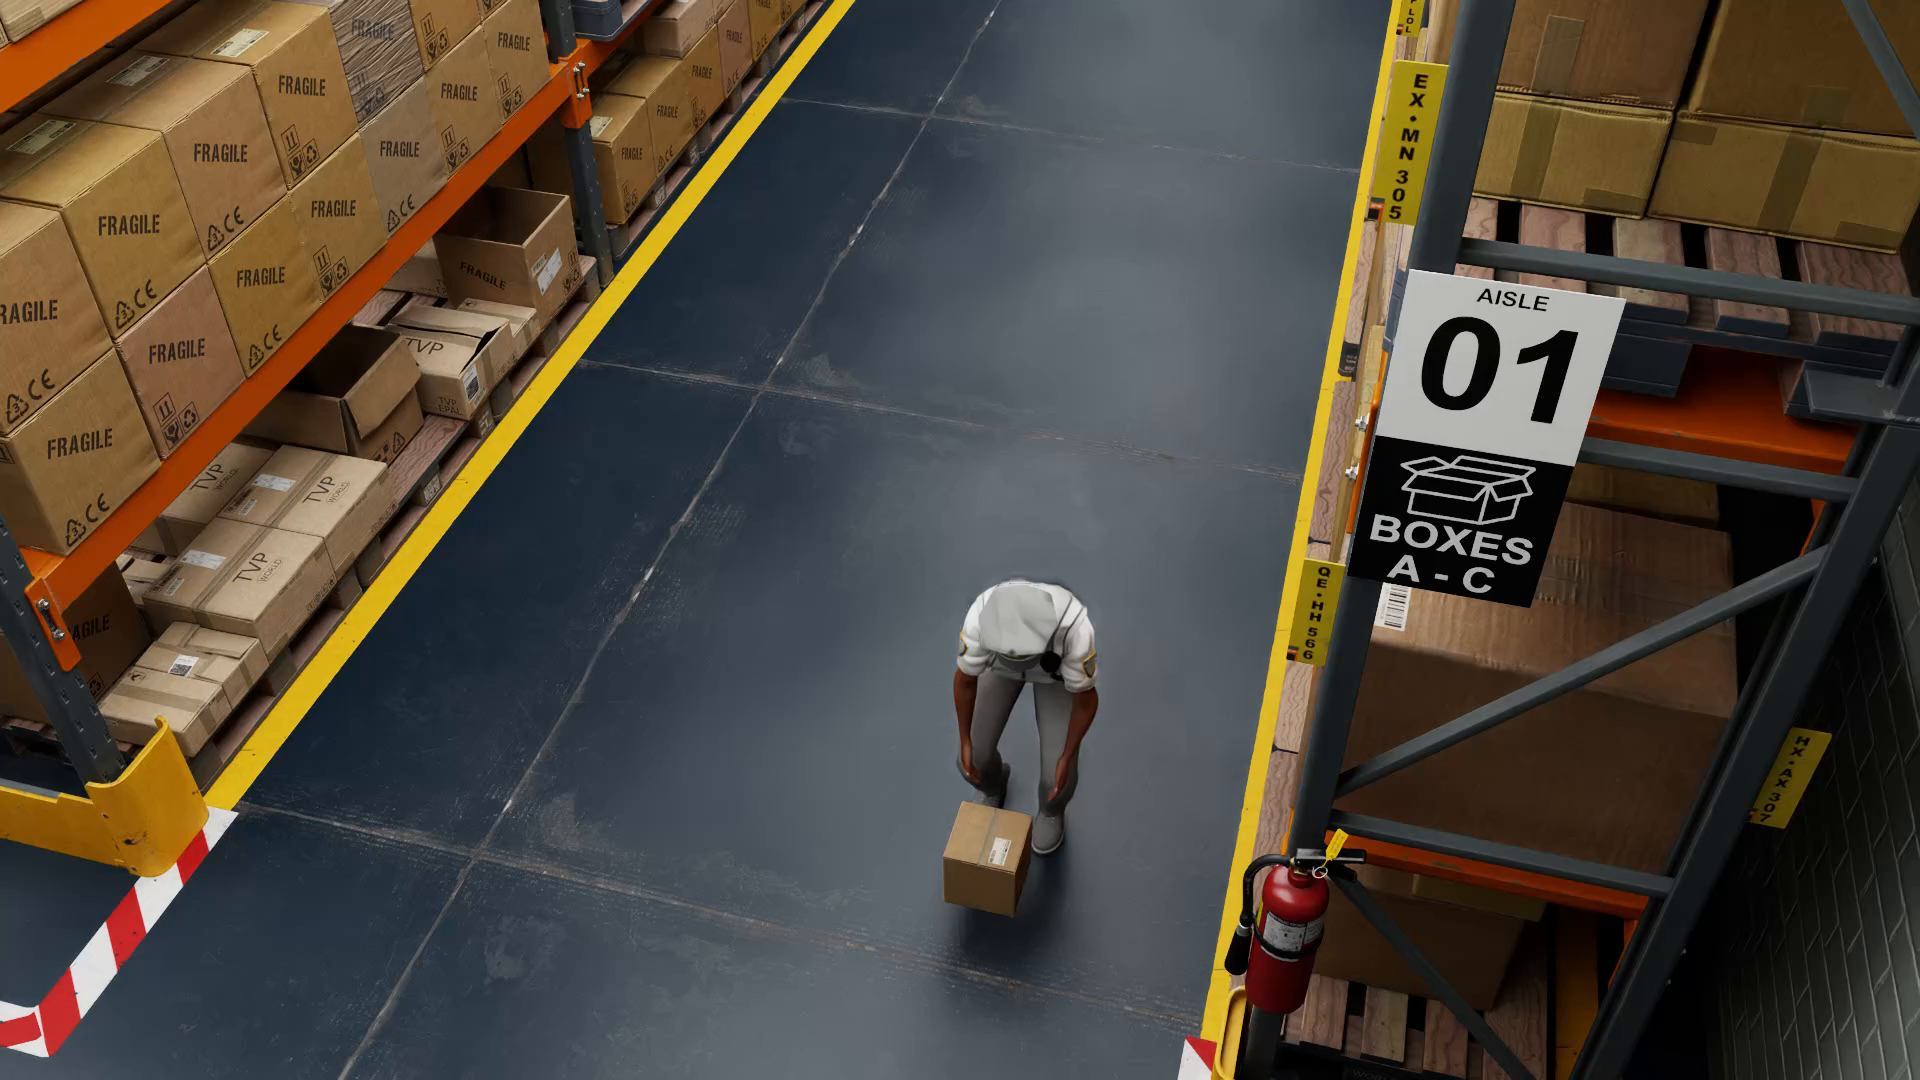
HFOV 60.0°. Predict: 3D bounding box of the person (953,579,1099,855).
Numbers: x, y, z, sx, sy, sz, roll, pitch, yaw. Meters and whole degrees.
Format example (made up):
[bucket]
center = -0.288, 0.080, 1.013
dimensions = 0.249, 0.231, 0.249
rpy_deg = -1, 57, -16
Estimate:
[person]
center = 0.242, 0.564, 5.752
dimensions = 0.496, 1.360, 0.724
rpy_deg = 10, 42, 11
